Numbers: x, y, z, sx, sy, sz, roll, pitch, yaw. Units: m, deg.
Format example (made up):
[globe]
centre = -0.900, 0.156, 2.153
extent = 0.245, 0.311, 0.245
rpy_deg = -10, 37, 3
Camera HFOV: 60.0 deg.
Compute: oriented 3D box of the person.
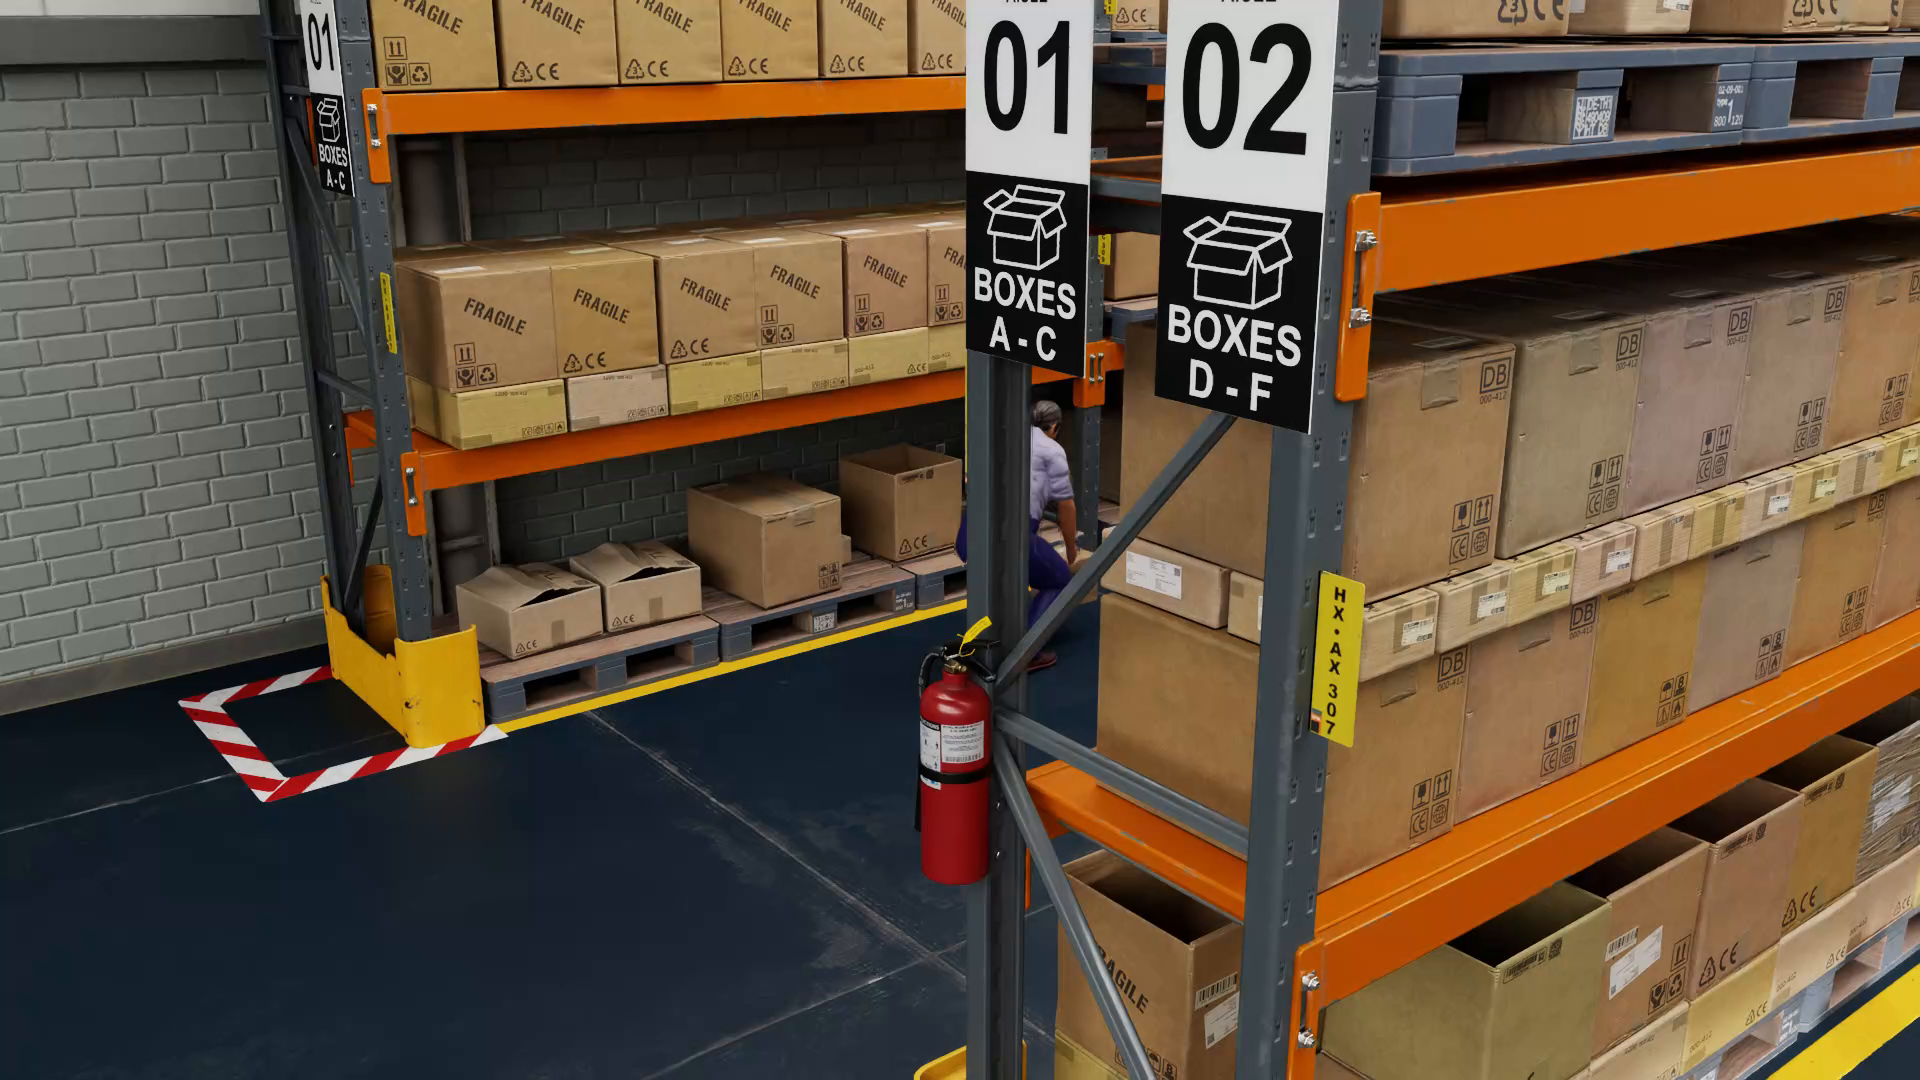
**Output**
[person]
centre = 0.325, -0.068, 8.298
extent = 0.536, 1.226, 0.522
rpy_deg = 13, 22, 36
